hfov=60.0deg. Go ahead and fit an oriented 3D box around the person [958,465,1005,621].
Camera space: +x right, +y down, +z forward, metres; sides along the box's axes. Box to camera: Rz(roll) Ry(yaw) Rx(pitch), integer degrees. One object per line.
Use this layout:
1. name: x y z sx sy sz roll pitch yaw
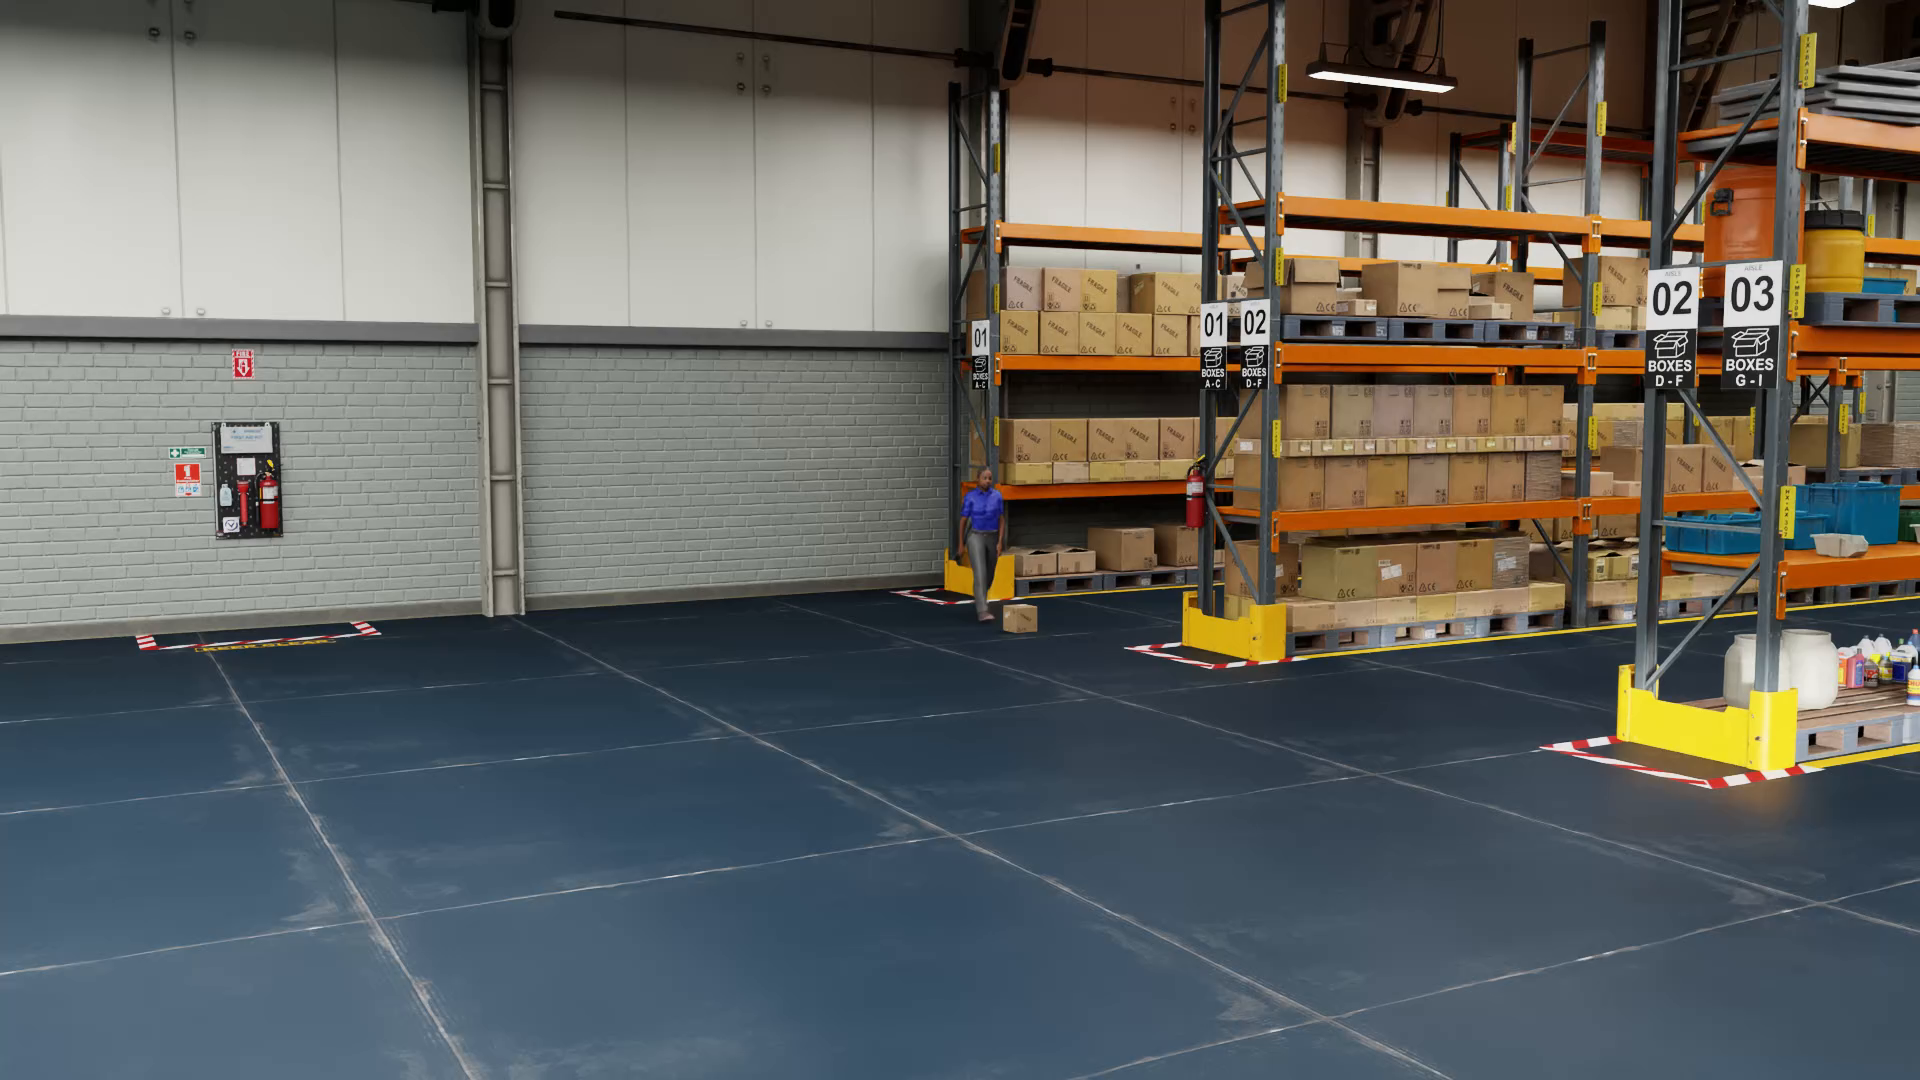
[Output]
1. person: 0.230 0.016 17.414 0.465 1.605 1.027 -2 5 -20
